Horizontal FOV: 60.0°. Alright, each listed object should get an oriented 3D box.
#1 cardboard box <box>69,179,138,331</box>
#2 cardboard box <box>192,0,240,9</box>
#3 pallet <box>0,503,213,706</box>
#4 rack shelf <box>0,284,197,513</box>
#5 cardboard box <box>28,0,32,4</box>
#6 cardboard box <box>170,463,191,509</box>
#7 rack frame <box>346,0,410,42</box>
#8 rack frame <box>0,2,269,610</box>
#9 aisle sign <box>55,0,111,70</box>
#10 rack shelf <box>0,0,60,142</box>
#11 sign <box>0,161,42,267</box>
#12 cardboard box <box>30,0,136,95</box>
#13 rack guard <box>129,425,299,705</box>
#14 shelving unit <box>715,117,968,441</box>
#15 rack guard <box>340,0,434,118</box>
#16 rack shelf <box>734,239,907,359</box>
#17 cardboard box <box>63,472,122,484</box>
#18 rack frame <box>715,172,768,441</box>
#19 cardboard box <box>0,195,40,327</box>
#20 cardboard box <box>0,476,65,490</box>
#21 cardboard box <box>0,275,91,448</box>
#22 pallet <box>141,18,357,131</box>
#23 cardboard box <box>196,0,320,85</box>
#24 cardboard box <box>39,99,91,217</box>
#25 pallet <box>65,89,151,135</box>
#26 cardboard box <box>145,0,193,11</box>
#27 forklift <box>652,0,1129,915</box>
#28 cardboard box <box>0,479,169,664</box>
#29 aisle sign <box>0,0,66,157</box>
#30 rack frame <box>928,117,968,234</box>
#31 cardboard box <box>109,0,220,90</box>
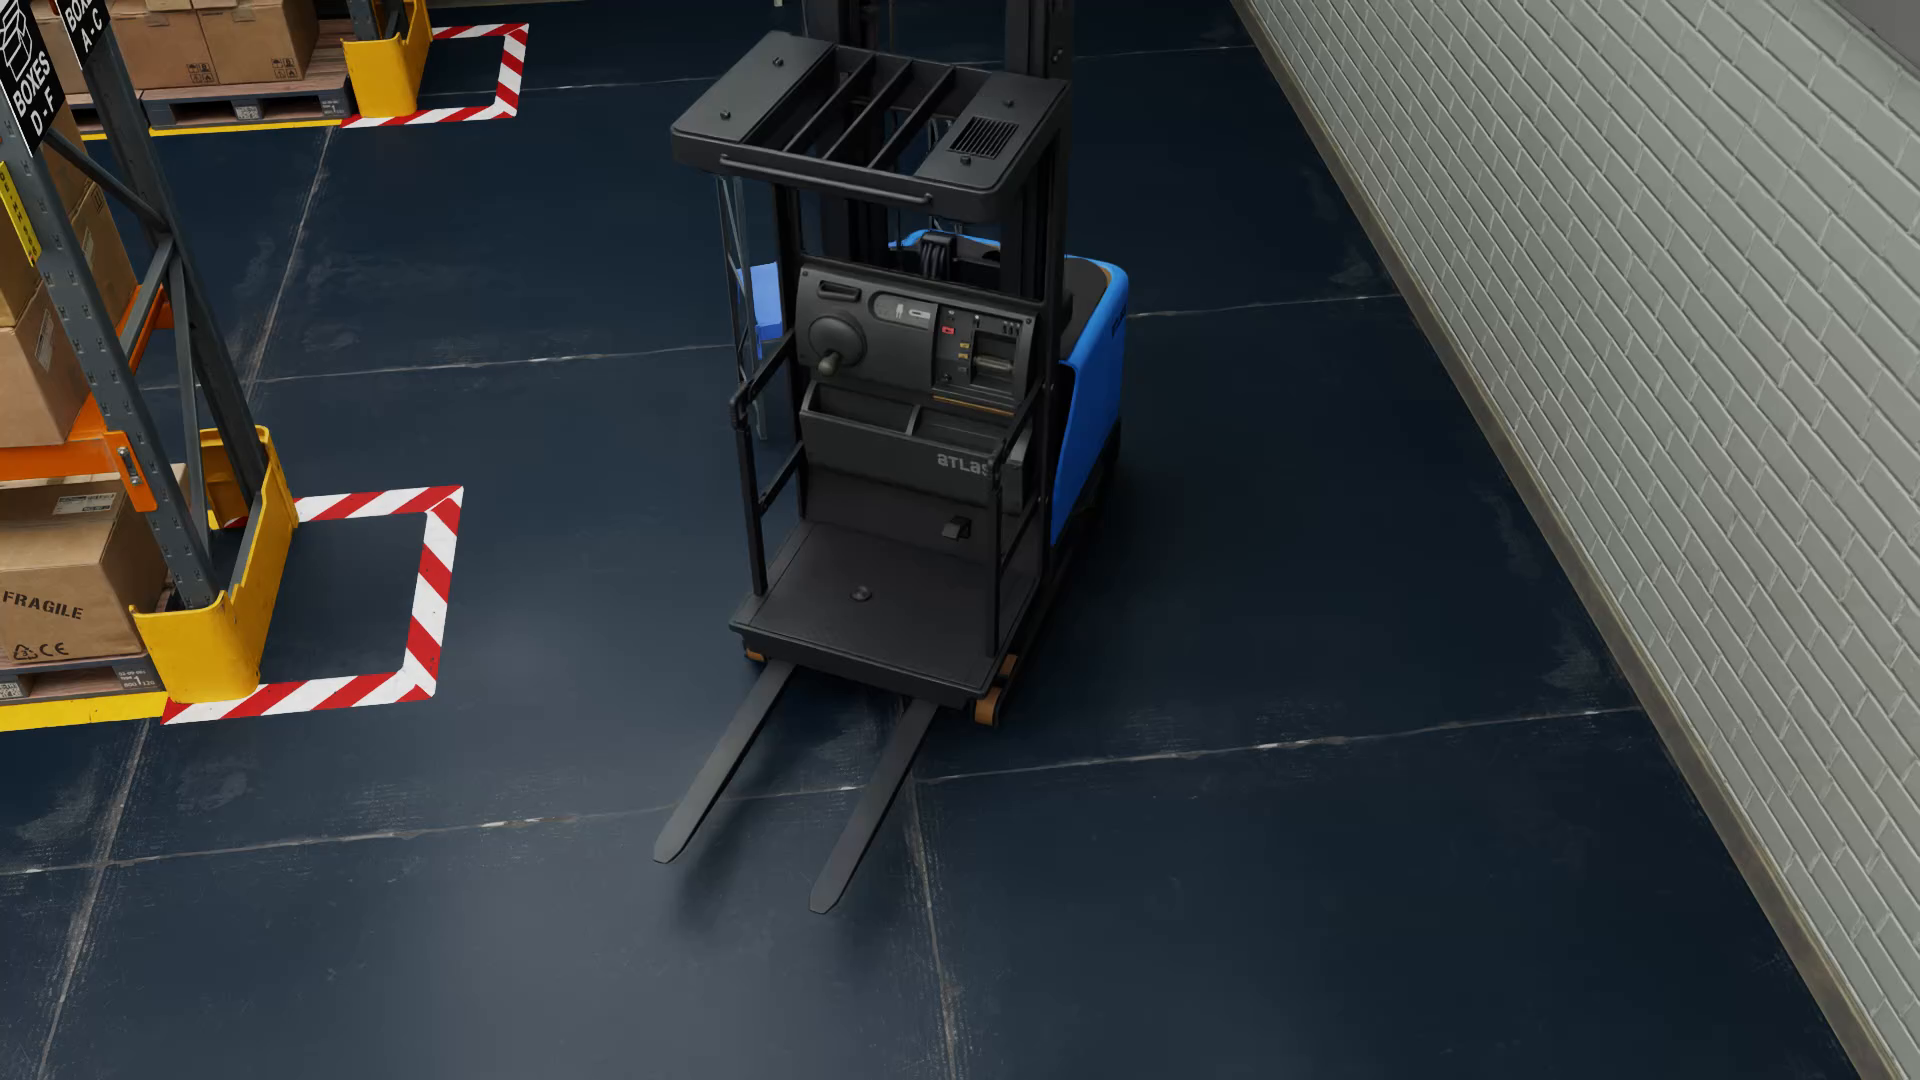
[{"bbox_3d":[-3.510,-1.027,6.289,0.500,0.500,0.500,-4,42,-5],"label":"cardboard box"},{"bbox_3d":[-4.466,-3.352,10.010,0.250,0.149,0.380,-5,42,-6],"label":"cardboard box"},{"bbox_3d":[-3.901,0.259,7.021,1.213,0.211,1.003,-5,42,-6],"label":"pallet"},{"bbox_3d":[-5.019,-0.412,6.220,4.000,0.370,1.077,-5,42,-6],"label":"rack shelf"},{"bbox_3d":[-5.885,-3.104,10.220,0.500,0.500,0.700,-4,42,-5],"label":"cardboard box"},{"bbox_3d":[-3.495,-0.150,7.192,0.250,0.149,0.380,-5,42,-6],"label":"cardboard box"},{"bbox_3d":[-3.681,-4.143,9.818,0.127,3.000,1.000,-5,42,-6],"label":"rack frame"},{"bbox_3d":[-3.036,-0.853,6.171,0.127,3.000,1.000,-5,42,-6],"label":"rack frame"},{"bbox_3d":[-3.006,-2.019,5.523,0.004,0.787,0.394,-5,42,-6],"label":"aisle sign"},{"bbox_3d":[-5.019,-1.526,5.215,4.000,0.370,1.077,-5,42,-6],"label":"rack shelf"},{"bbox_3d":[-2.983,-1.030,5.267,0.005,0.325,0.100,-5,42,-6],"label":"sign"},{"bbox_3d":[-5.357,-3.156,10.277,0.500,0.500,0.700,-6,42,-7],"label":"cardboard box"},{"bbox_3d":[-3.111,0.082,7.001,0.348,0.500,1.175,-5,42,-6],"label":"rack guard"},{"bbox_3d":[-0.538,-1.305,7.792,1.048,1.500,0.538,-13,44,-14],"label":"shelving unit"},{"bbox_3d":[-3.658,-3.217,10.658,0.348,0.500,1.175,-5,42,-6],"label":"rack guard"},{"bbox_3d":[-0.538,-1.171,7.913,1.000,0.185,0.538,-13,44,-14],"label":"rack shelf"},{"bbox_3d":[-3.743,-0.135,7.162,0.250,0.166,0.380,-5,42,-6],"label":"cardboard box"},{"bbox_3d":[-1.020,-1.197,7.673,0.032,1.500,0.500,-13,44,-14],"label":"rack frame"},{"bbox_3d":[-3.441,-1.040,5.558,0.500,0.500,0.500,-5,42,-6],"label":"cardboard box"},{"bbox_3d":[-4.107,-0.093,7.053,0.500,0.250,0.500,-5,42,-6],"label":"cardboard box"},{"bbox_3d":[-3.444,-0.671,5.894,0.500,0.500,0.500,-4,42,-4],"label":"cardboard box"},{"bbox_3d":[-4.464,-2.986,10.618,1.213,0.211,1.003,-5,42,-6],"label":"pallet"},{"bbox_3d":[-4.363,-3.243,10.374,0.500,0.500,0.700,-5,42,-6],"label":"cardboard box"},{"bbox_3d":[-3.510,-1.398,5.954,0.500,0.500,0.500,-4,42,-4],"label":"cardboard box"},{"bbox_3d":[-5.671,-2.882,10.503,1.213,0.211,1.003,-5,42,-6],"label":"pallet"},{"bbox_3d":[-4.720,-3.329,9.985,0.250,0.149,0.380,-4,42,-4],"label":"cardboard box"},{"bbox_3d":[-0.247,-0.665,6.014,1.130,2.935,3.031,14,44,15],"label":"forklift"},{"bbox_3d":[-3.543,0.123,6.628,0.500,0.500,0.500,-5,42,-6],"label":"cardboard box"},{"bbox_3d":[-2.928,-1.621,5.082,0.004,0.787,0.394,-5,42,-6],"label":"aisle sign"},{"bbox_3d":[-0.055,-1.413,7.911,0.032,1.500,0.500,-13,44,-14],"label":"rack frame"},{"bbox_3d":[-4.859,-3.200,10.326,0.500,0.500,0.700,-5,42,-6],"label":"cardboard box"}]
